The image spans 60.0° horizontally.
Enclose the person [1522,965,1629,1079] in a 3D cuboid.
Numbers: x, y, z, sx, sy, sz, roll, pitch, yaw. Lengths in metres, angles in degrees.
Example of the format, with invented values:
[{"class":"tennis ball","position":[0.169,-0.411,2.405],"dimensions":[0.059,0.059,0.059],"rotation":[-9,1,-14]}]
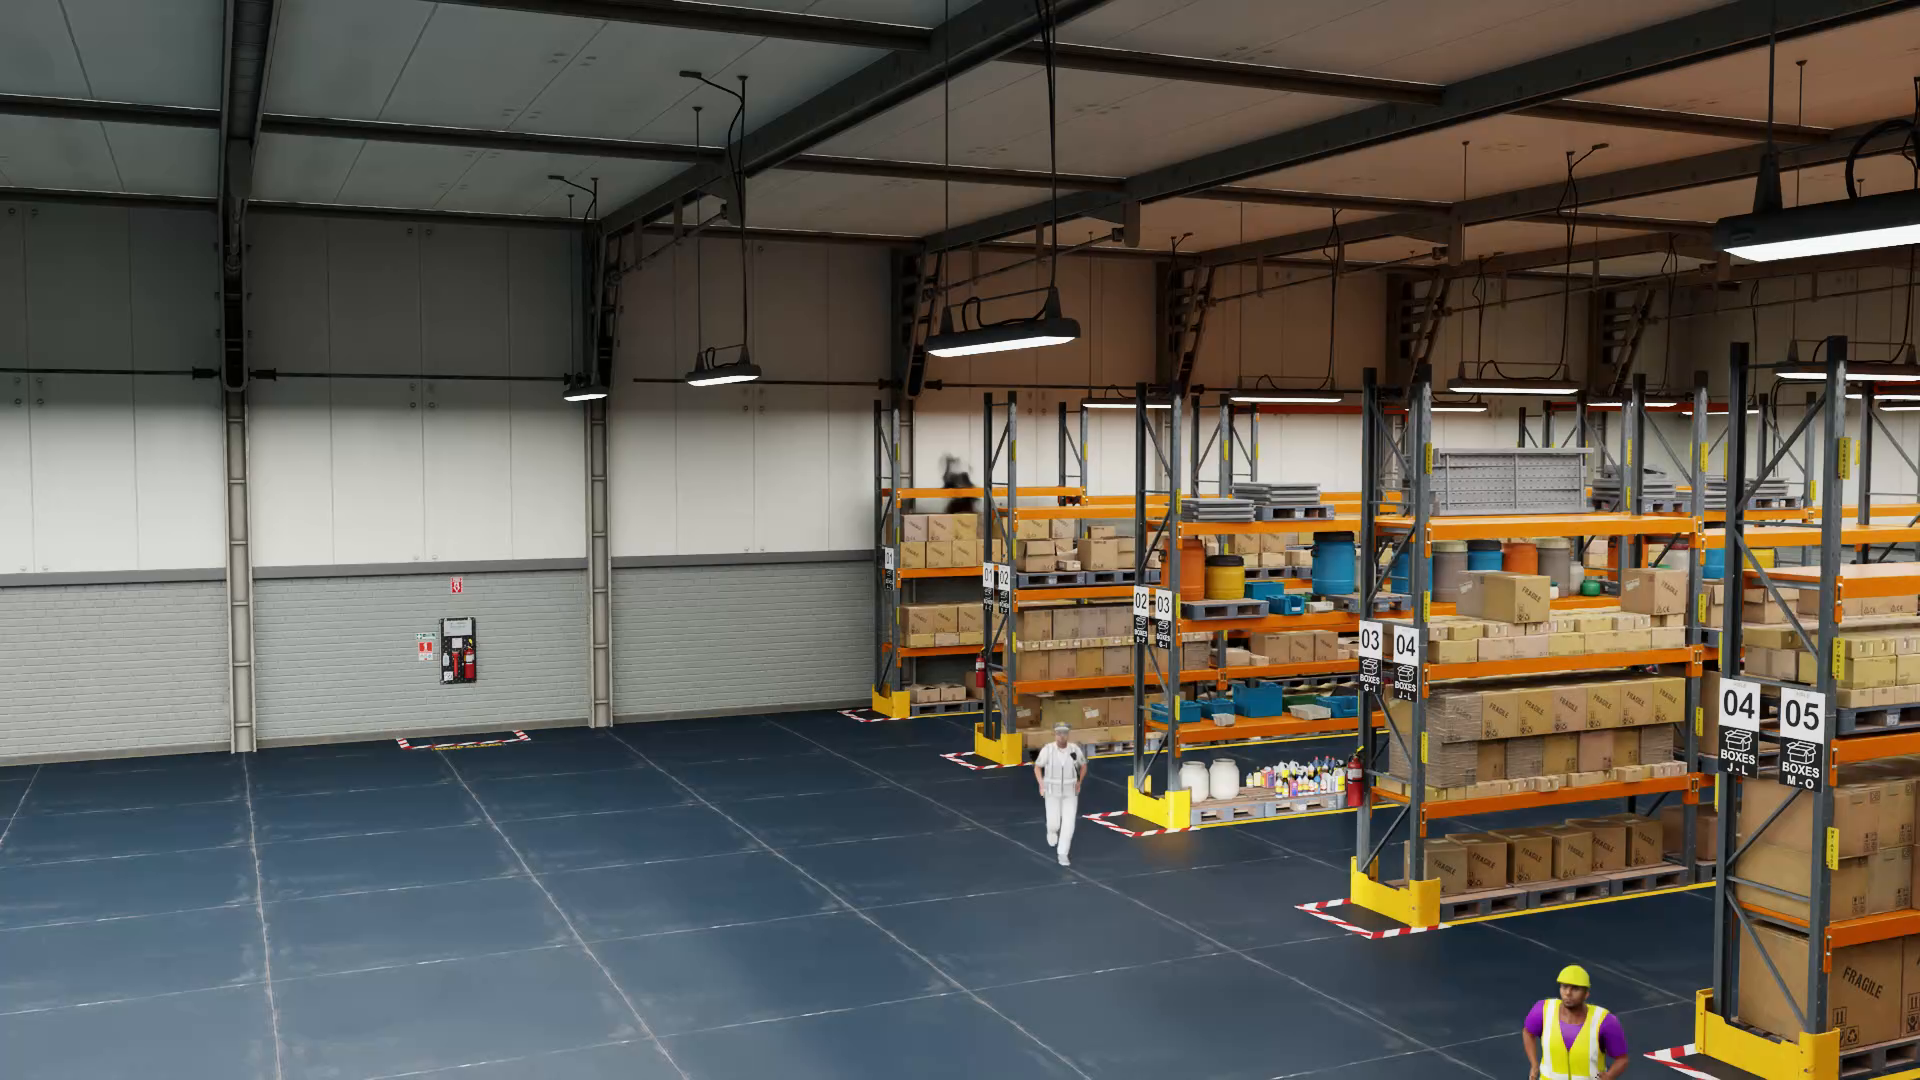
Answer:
[{"class":"person","position":[4.022,3.654,10.914],"dimensions":[0.677,1.729,0.600],"rotation":[1,4,23]}]

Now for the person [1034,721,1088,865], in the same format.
[{"class":"person","position":[1.258,3.106,20.617],"dimensions":[0.666,1.745,0.680],"rotation":[0,3,-2]}]
